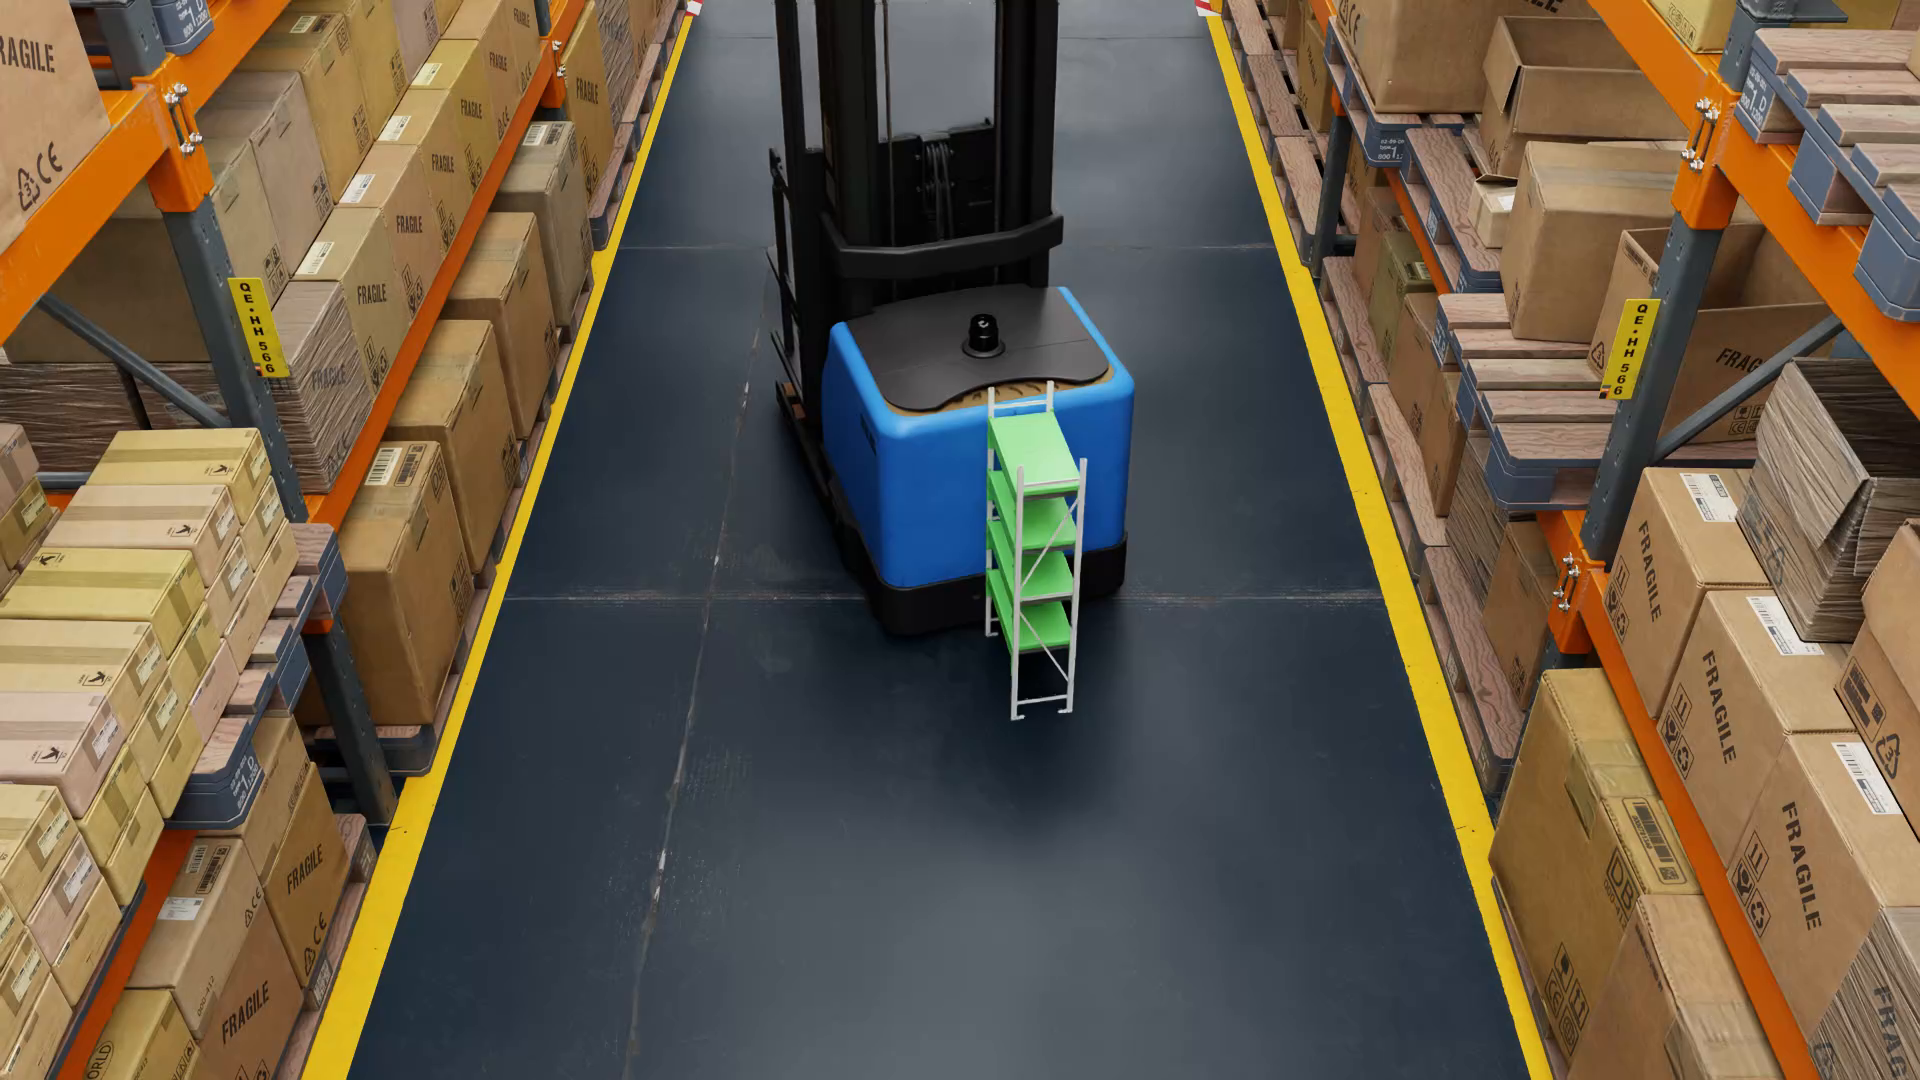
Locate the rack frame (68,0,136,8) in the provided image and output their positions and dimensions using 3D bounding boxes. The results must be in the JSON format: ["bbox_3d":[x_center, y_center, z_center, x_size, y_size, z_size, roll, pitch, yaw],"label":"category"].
[{"bbox_3d":[-2.544,-2.517,3.194,1.000,3.000,0.127,0,39,0],"label":"rack frame"}]

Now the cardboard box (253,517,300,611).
[{"bbox_3d":[-2.083,0.067,4.633,0.380,0.149,0.250,1,39,1],"label":"cardboard box"}]

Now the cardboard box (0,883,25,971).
[{"bbox_3d":[-2.086,0.804,3.237,0.380,0.149,0.250,1,39,1],"label":"cardboard box"}]

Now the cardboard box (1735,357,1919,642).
[{"bbox_3d":[2.401,-0.089,4.081,0.797,0.503,0.637,1,39,1],"label":"cardboard box"}]

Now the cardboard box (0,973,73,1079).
[{"bbox_3d":[-2.083,1.039,3.420,0.380,0.149,0.250,-2,39,-2],"label":"cardboard box"}]

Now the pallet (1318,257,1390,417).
[{"bbox_3d":[2.414,-1.042,8.382,1.003,0.211,1.213,0,39,0],"label":"pallet"}]

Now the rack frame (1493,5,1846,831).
[{"bbox_3d":[2.417,-0.116,4.996,1.000,3.000,0.127,0,39,0],"label":"rack frame"}]

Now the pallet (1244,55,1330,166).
[{"bbox_3d":[2.372,-2.714,10.468,1.003,0.211,1.213,0,39,0],"label":"pallet"}]

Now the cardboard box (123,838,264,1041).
[{"bbox_3d":[-2.269,1.087,4.559,0.500,0.250,0.500,0,39,1],"label":"cardboard box"}]

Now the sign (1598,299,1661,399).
[{"bbox_3d":[1.874,-0.531,4.651,0.100,0.325,0.005,0,39,0],"label":"sign"}]

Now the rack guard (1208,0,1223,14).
[{"bbox_3d":[2.407,-4.096,11.961,1.175,0.500,0.348,0,39,0],"label":"rack guard"}]

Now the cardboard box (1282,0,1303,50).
[{"bbox_3d":[2.426,-3.543,10.935,0.500,0.500,0.500,10,40,12],"label":"cardboard box"}]

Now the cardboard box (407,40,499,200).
[{"bbox_3d":[-2.279,-1.758,6.965,0.500,0.500,0.500,0,39,0],"label":"cardboard box"}]

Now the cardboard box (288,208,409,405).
[{"bbox_3d":[-2.277,-0.814,5.787,0.500,0.500,0.500,0,39,0],"label":"cardboard box"}]

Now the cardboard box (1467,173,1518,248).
[{"bbox_3d":[2.145,-1.270,6.208,0.396,0.266,0.258,-1,39,-1],"label":"cardboard box"}]

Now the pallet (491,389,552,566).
[{"bbox_3d":[-2.468,-0.342,7.507,1.003,0.211,1.213,0,39,0],"label":"pallet"}]

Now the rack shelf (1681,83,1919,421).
[{"bbox_3d":[2.419,0.245,2.722,1.077,0.370,4.000,0,39,0],"label":"rack shelf"}]

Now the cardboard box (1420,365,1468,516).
[{"bbox_3d":[2.375,-0.433,7.038,0.700,0.500,0.500,3,39,4],"label":"cardboard box"}]

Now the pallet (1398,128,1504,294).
[{"bbox_3d":[2.373,-1.279,6.601,1.003,0.211,1.213,0,39,0],"label":"pallet"}]

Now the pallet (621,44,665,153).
[{"bbox_3d":[-2.475,-2.829,10.612,1.003,0.211,1.213,0,39,0],"label":"pallet"}]

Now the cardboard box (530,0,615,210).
[{"bbox_3d":[-2.479,-2.405,9.216,0.875,0.875,0.875,1,39,1],"label":"cardboard box"}]

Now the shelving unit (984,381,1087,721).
[{"bbox_3d":[0.268,0.057,6.219,0.258,1.200,0.503,-7,39,-9],"label":"shelving unit"}]

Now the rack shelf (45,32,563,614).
[{"bbox_3d":[-2.546,-1.146,6.856,1.077,0.370,4.000,0,39,0],"label":"rack shelf"}]

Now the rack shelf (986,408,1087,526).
[{"bbox_3d":[0.268,-0.268,5.959,0.258,0.148,0.480,-7,39,-9],"label":"rack shelf"}]

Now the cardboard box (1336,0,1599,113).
[{"bbox_3d":[2.273,-2.518,7.178,1.000,1.000,1.000,0,39,0],"label":"cardboard box"}]

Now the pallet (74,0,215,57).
[{"bbox_3d":[-2.597,-1.675,4.694,1.213,0.211,1.003,2,39,2],"label":"pallet"}]

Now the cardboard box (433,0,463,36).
[{"bbox_3d":[-2.539,-2.474,7.059,0.700,0.500,0.500,-1,39,-1],"label":"cardboard box"}]

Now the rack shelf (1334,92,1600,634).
[{"bbox_3d":[2.414,-1.086,6.782,1.077,0.370,4.000,0,39,0],"label":"rack shelf"}]

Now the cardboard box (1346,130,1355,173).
[{"bbox_3d":[2.443,-2.414,9.527,0.500,0.500,0.500,12,40,14],"label":"cardboard box"}]

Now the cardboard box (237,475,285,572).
[{"bbox_3d":[-2.088,-0.049,4.540,0.380,0.149,0.250,1,39,1],"label":"cardboard box"}]

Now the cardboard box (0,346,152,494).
[{"bbox_3d":[-2.813,-0.496,5.390,0.500,0.500,0.500,0,39,0],"label":"cardboard box"}]

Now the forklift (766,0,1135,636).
[{"bbox_3d":[-0.246,-1.689,7.014,1.130,2.935,3.031,-11,40,-14],"label":"forklift"}]

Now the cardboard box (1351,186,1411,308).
[{"bbox_3d":[2.391,-1.430,8.282,0.700,0.500,0.500,-3,39,-4],"label":"cardboard box"}]

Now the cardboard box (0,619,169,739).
[{"bbox_3d":[-2.082,0.320,3.841,0.380,0.149,0.250,1,39,1],"label":"cardboard box"}]

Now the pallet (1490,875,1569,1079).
[{"bbox_3d":[2.342,1.465,5.253,1.003,0.211,1.213,0,39,0],"label":"pallet"}]

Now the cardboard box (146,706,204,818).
[{"bbox_3d":[-2.087,0.539,4.044,0.380,0.149,0.250,-1,39,-1],"label":"cardboard box"}]

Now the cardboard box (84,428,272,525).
[{"bbox_3d":[-2.085,-0.167,4.450,0.380,0.149,0.250,-1,39,-2],"label":"cardboard box"}]

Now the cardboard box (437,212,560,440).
[{"bbox_3d":[-2.460,-0.972,7.527,1.050,0.750,0.750,0,39,0],"label":"cardboard box"}]

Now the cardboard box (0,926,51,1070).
[{"bbox_3d":[-2.083,0.919,3.332,0.380,0.149,0.250,-1,39,-1],"label":"cardboard box"}]

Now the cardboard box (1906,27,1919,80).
[{"bbox_3d":[2.489,-1.109,3.418,0.797,0.503,0.637,2,39,3],"label":"cardboard box"}]

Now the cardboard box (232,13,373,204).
[{"bbox_3d":[-2.539,-1.523,5.872,0.700,0.500,0.500,-1,39,-1],"label":"cardboard box"}]

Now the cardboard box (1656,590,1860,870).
[{"bbox_3d":[2.148,0.472,4.183,0.500,0.500,0.500,-1,39,-1],"label":"cardboard box"}]

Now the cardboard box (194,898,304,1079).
[{"bbox_3d":[-2.284,1.372,4.802,0.500,0.500,0.500,1,39,2],"label":"cardboard box"}]

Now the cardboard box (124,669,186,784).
[{"bbox_3d":[-2.083,0.439,3.931,0.380,0.149,0.250,0,39,0],"label":"cardboard box"}]

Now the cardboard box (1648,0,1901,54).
[{"bbox_3d":[2.171,-1.525,4.476,0.500,0.250,0.500,0,39,0],"label":"cardboard box"}]

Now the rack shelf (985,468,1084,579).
[{"bbox_3d":[0.268,-0.080,6.109,0.258,0.148,0.480,-7,39,-9],"label":"rack shelf"}]

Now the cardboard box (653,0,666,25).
[{"bbox_3d":[-2.486,-4.089,11.317,0.875,0.875,0.875,0,39,0],"label":"cardboard box"}]
